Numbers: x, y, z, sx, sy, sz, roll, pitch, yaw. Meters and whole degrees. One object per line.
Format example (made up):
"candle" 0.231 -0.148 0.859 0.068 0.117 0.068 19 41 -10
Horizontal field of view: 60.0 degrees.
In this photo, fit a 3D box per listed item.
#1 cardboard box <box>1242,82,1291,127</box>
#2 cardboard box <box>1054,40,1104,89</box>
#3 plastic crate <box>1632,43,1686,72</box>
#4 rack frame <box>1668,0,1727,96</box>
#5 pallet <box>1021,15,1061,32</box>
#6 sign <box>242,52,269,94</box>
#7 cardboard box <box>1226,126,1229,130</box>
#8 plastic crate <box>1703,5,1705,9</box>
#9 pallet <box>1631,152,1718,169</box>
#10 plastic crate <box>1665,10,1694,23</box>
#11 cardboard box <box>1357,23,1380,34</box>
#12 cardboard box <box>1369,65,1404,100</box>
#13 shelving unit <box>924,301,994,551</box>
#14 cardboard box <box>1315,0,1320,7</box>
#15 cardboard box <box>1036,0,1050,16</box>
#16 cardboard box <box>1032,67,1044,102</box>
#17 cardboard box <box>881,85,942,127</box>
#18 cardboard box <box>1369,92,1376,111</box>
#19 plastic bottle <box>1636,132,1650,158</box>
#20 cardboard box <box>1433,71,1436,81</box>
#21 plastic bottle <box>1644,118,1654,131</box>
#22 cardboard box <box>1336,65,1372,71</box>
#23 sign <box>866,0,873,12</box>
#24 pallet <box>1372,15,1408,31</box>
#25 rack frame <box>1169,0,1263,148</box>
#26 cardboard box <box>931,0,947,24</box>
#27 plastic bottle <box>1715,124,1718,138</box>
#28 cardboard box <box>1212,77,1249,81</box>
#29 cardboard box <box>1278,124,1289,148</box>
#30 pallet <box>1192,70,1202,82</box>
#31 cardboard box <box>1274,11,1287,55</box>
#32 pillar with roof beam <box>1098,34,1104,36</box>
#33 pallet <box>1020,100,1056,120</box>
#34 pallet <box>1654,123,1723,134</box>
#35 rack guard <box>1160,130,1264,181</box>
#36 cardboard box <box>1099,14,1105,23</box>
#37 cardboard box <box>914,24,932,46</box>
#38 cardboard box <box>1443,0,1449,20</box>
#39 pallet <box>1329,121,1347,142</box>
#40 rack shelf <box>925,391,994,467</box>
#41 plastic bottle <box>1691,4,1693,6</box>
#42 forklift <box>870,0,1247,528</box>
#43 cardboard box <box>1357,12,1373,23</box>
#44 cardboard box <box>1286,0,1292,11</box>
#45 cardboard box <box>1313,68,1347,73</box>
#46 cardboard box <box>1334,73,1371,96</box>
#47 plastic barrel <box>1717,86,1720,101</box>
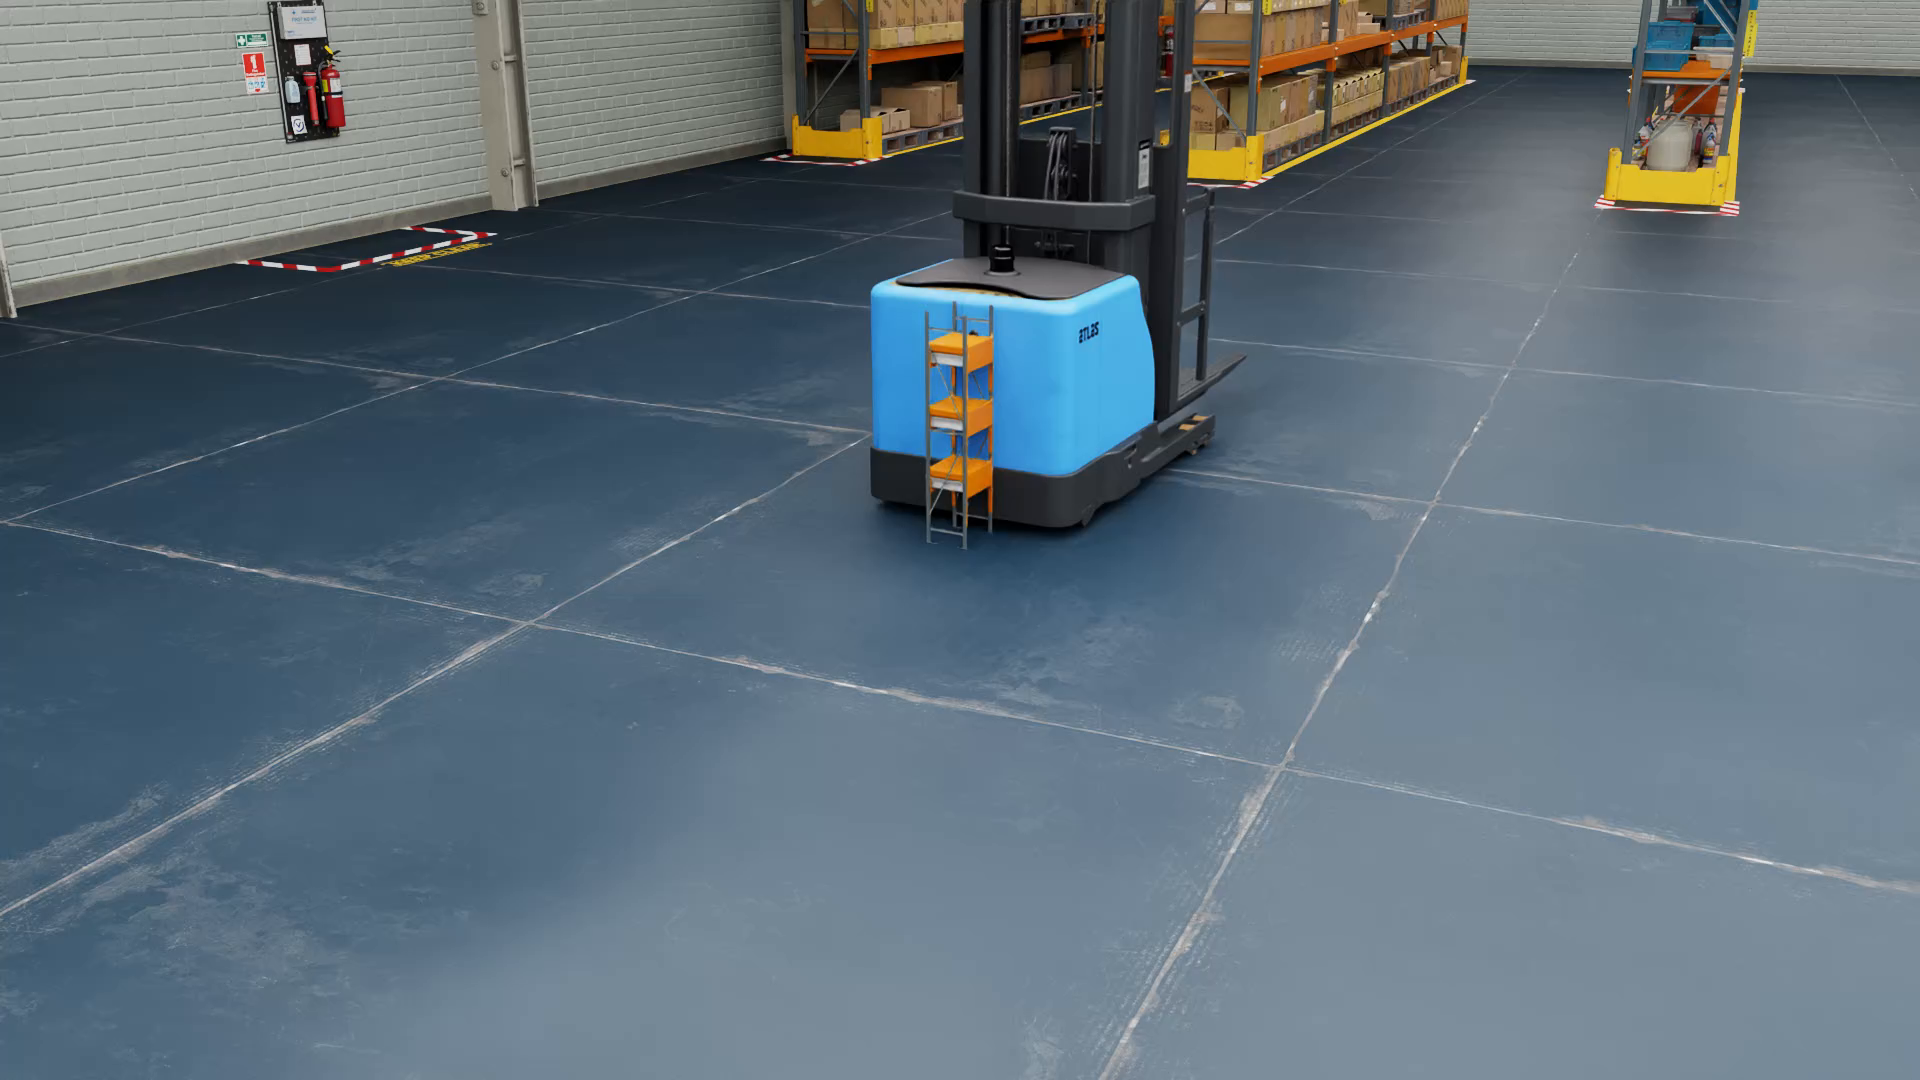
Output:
"cardboard box" 3.732 -5.343 20.373 0.500 0.500 0.500 9 21 23
"cardboard box" 2.089 -8.162 28.523 0.750 0.750 0.750 8 21 22
"plastic crate" 7.363 -5.089 17.524 0.499 0.251 0.616 9 21 23
"rack frame" 12.345 -8.633 27.268 1.000 3.000 0.127 9 21 23
"pallet" 0.895 -8.069 25.967 1.003 0.211 1.213 9 21 23
"sign" -5.934 -3.935 14.002 0.001 0.329 0.234 9 21 23
"cardboard box" 3.057 -4.907 20.267 0.500 0.250 0.500 9 21 23
"plastic crate" 12.919 -9.281 29.249 0.416 0.233 0.300 9 21 23
"pallet" 8.257 -4.300 19.245 1.003 0.211 1.213 9 21 23
"plastic crate" 8.988 -6.408 20.915 0.402 0.464 0.583 9 21 23
"cardboard box" 6.073 -7.660 24.906 0.380 0.149 0.250 9 21 23
"cardboard box" 6.846 -7.382 26.822 0.500 0.500 0.500 8 21 21
"shelving unit" -0.002 -0.500 7.309 0.215 1.050 0.252 10 22 27
"cardboard box" 4.427 -6.953 21.426 0.380 0.149 0.250 8 21 21
"cardboard box" 0.995 -8.495 26.074 0.700 0.500 0.500 9 21 23
"cardboard box" 0.927 -7.275 26.522 0.700 0.500 0.500 8 21 22
"cardboard box" -0.663 -5.945 22.782 0.700 0.500 0.500 7 21 19
"cardboard box" 5.988 -6.641 25.144 0.500 0.250 0.500 8 21 22
"plastic bottle" 7.911 -4.584 19.290 0.152 0.276 0.135 9 21 23
"cardboard box" 8.542 -8.551 30.608 0.380 0.166 0.250 9 21 23
"plastic bottle" 8.360 -4.957 20.228 0.144 0.351 0.185 9 22 24
"cardboard box" 6.358 -7.439 26.984 0.500 0.500 0.500 9 22 25
"sign" -1.112 -6.658 20.421 0.100 0.325 0.005 9 21 23
"pallet" 6.403 -8.218 26.386 1.213 0.211 1.003 9 21 23
"rack frame" 2.913 -5.646 18.867 1.000 3.000 0.127 9 21 23
"cardboard box" -0.509 -7.187 22.277 0.500 0.500 0.500 9 22 24
"plastic bottle" 9.173 -4.923 20.232 0.061 0.283 0.133 10 22 25
"cardboard box" 3.463 -5.567 21.002 0.500 0.500 0.500 9 21 23
"cardboard box" 3.742 -4.988 20.494 0.500 0.250 0.500 9 21 23
"pallet" 4.187 -9.275 33.233 1.003 0.211 1.213 9 21 23
"cardboard box" 3.535 -6.146 20.125 0.700 0.500 0.500 9 21 23
"pillar with roof beam" 6.731 -12.561 29.360 9.100 9.000 0.400 9 21 23
"pallet" 0.846 -6.846 26.403 1.003 0.211 1.213 9 21 23
"pallet" 9.853 -5.494 22.601 1.003 0.211 1.213 9 21 23
"rack guard" 2.903 -4.461 19.266 1.175 0.500 0.348 9 21 23
"cardboard box" 2.312 -8.875 28.293 0.380 0.149 0.250 9 22 24
"cardboard box" -0.704 -6.684 21.982 0.500 0.250 0.500 8 21 22
"cardboard box" 8.491 -9.637 29.940 0.500 0.500 0.500 9 21 24
"pallet" 4.817 -5.785 23.421 1.003 0.211 1.213 9 21 23
"rack shelf" -0.002 -0.490 7.312 0.215 0.259 0.240 10 22 27
"plastic bottle" 11.888 -8.535 27.064 0.144 0.351 0.185 9 21 23
"forklift" 0.710 -1.885 8.396 1.130 2.935 3.031 10 22 26
"cardboard box" 6.000 -7.944 25.463 0.500 0.311 0.500 10 22 26
"cardboard box" 3.796 -6.483 20.104 0.380 0.149 0.250 8 21 22
"cardboard box" 5.707 -7.138 25.703 0.500 0.311 0.500 9 22 25
"cardboard box" 5.783 -6.750 24.613 0.500 0.311 0.500 8 21 22
"plastic barrel" 11.354 -6.969 25.561 0.600 0.588 0.708 9 21 23
